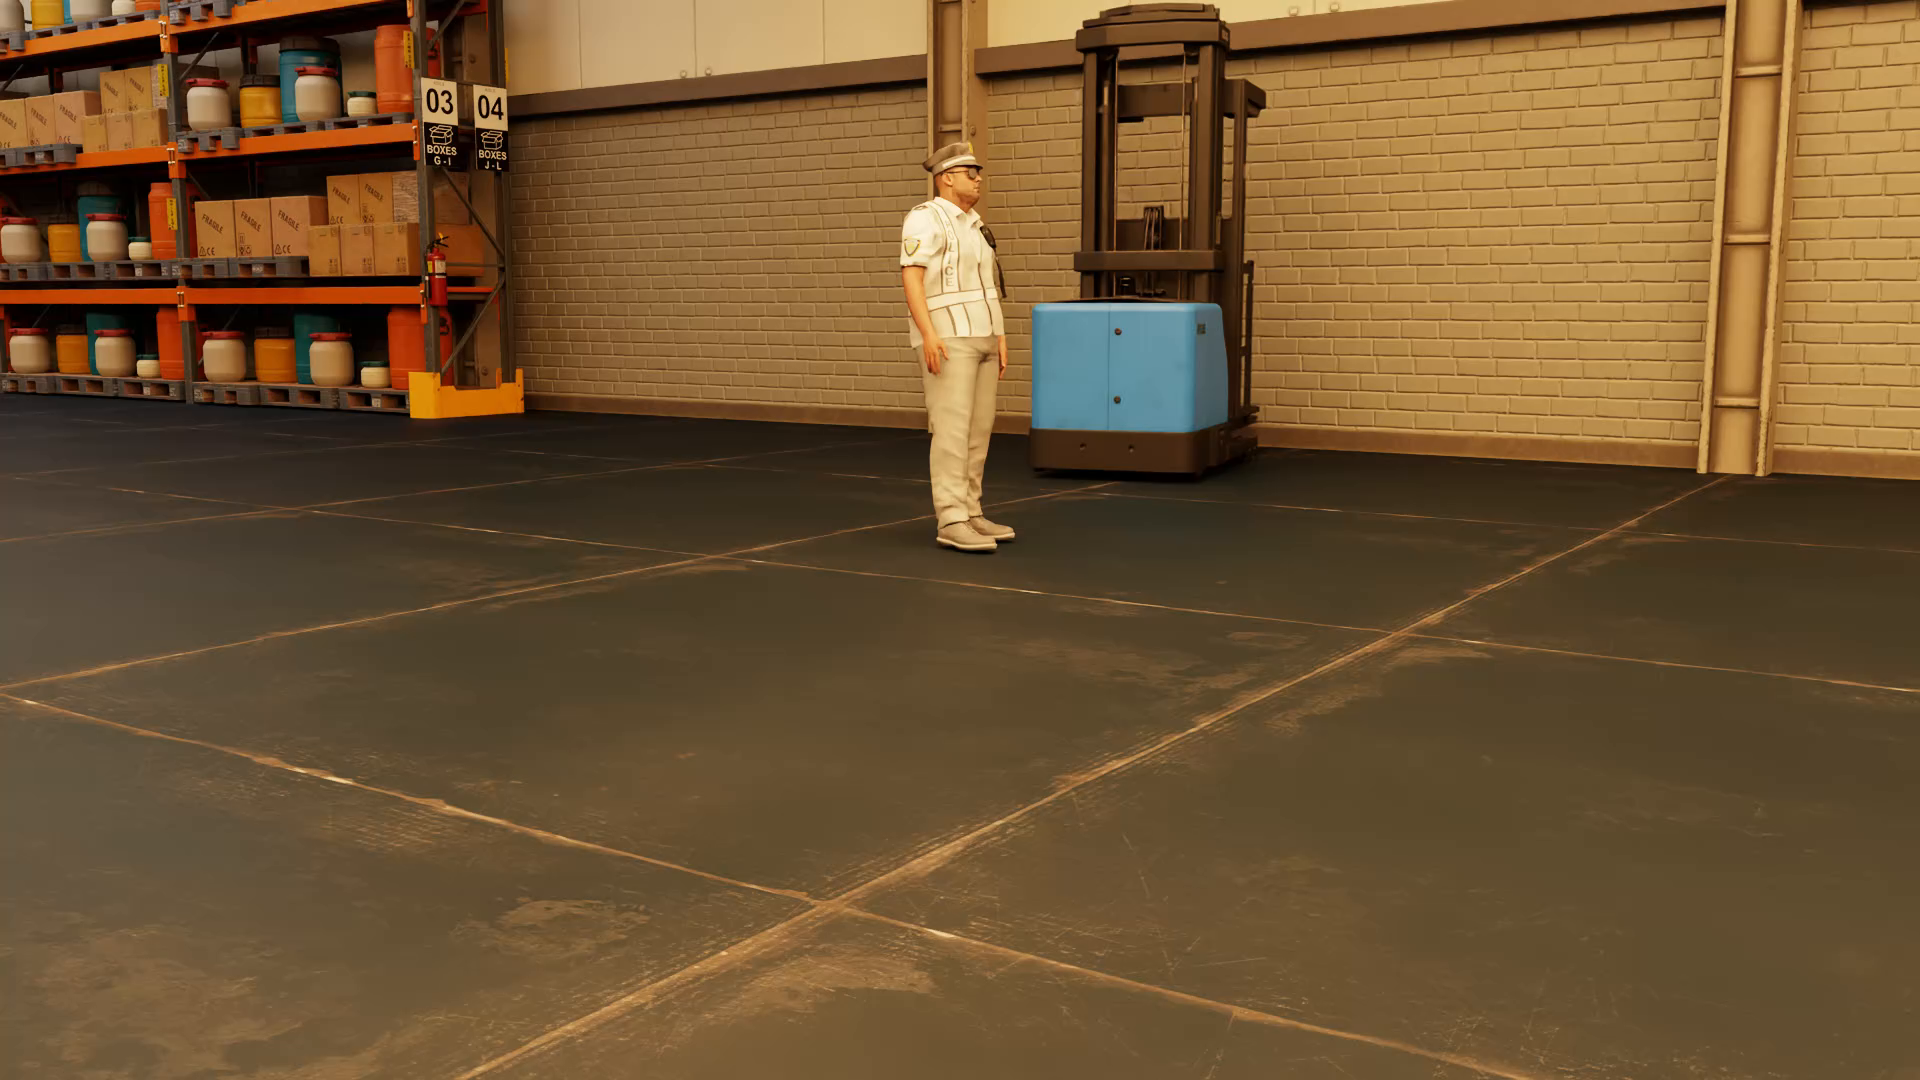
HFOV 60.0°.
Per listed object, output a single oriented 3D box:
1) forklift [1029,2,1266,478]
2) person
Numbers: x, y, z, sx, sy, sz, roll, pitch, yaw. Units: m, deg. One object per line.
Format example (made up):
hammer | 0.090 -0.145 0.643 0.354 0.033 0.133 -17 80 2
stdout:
forklift | 1.425 -1.998 11.244 1.130 2.935 3.031 3 9 21
person | 0.058 -0.882 7.424 0.574 1.780 0.641 5 10 34
